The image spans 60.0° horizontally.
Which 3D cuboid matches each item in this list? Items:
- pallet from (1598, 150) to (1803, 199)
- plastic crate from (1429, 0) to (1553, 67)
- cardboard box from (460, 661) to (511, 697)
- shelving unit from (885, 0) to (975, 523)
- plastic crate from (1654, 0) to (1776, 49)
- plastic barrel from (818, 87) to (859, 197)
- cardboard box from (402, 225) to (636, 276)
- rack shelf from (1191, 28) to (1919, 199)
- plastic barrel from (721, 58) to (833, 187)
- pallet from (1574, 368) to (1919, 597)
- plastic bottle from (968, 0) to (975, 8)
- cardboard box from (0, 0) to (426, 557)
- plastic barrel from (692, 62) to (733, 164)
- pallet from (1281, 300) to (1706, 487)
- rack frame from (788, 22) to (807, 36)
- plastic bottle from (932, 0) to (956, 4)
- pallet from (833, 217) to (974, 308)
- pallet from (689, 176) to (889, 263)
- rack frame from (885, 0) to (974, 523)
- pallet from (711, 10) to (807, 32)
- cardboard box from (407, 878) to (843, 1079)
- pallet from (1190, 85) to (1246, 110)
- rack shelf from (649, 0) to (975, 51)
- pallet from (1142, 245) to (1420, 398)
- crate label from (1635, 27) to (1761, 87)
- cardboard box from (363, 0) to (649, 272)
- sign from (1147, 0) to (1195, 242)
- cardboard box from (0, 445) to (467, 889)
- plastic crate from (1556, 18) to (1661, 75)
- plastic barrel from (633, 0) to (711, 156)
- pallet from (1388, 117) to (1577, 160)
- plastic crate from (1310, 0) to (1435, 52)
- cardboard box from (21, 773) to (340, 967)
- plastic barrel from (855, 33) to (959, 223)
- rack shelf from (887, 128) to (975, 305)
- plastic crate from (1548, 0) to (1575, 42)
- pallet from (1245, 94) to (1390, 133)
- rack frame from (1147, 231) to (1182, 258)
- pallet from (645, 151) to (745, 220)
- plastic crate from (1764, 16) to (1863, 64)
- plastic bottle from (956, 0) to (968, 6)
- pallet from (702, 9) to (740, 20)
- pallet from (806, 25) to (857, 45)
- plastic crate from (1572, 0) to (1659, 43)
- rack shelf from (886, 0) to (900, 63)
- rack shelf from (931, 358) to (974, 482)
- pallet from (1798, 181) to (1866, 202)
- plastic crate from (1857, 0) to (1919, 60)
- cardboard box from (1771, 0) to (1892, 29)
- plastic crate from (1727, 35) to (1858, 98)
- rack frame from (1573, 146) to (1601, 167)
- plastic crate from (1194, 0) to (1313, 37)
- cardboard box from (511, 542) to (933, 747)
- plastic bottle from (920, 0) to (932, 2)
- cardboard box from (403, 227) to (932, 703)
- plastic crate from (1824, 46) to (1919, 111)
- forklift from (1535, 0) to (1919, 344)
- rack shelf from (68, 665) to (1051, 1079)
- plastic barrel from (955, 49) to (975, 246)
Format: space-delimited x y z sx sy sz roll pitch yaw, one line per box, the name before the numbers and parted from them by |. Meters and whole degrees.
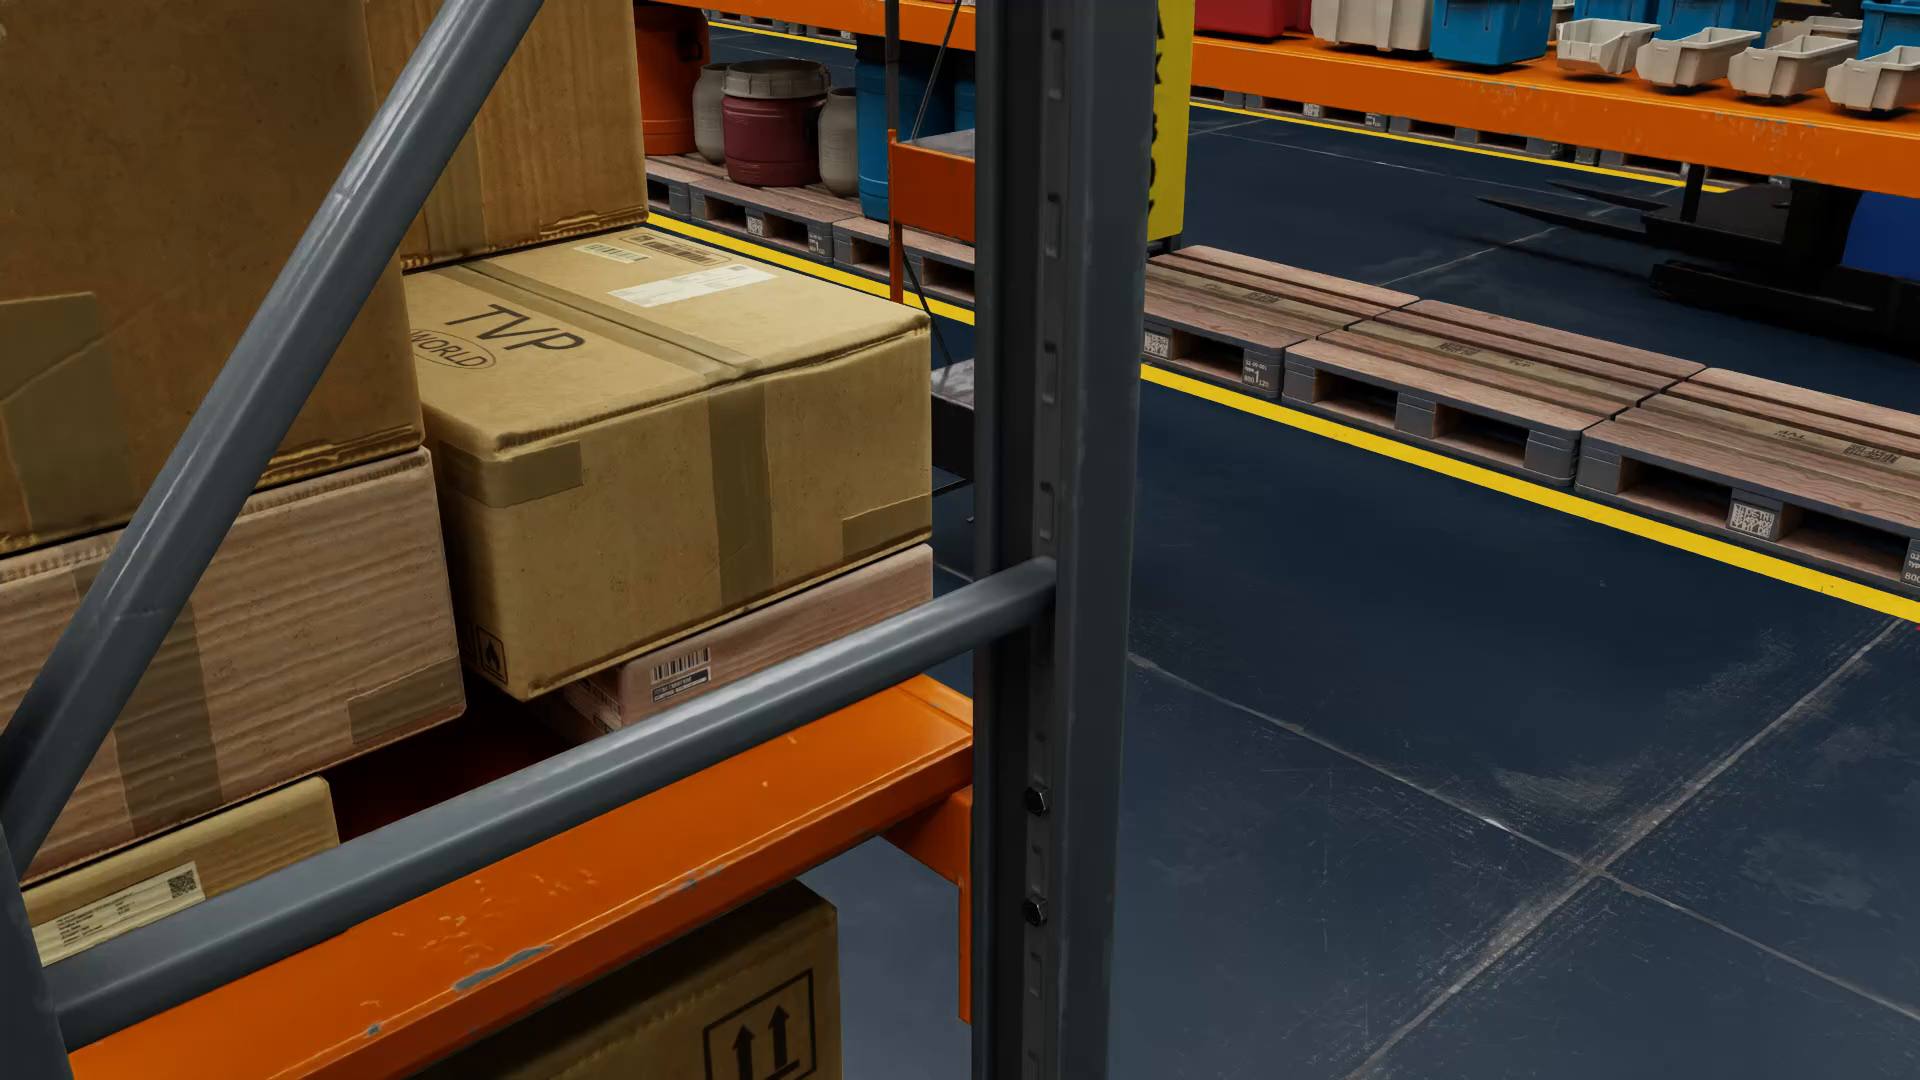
pallet | 4.721 -2.369 10.190 1.003 0.211 1.213 -21 32 -38
plastic crate | 1.777 -1.731 5.560 0.416 0.233 0.300 -21 32 -38
cardboard box | -0.425 0.010 1.916 0.380 0.149 0.250 -22 32 -39
shelving unit | 0.113 -0.905 4.704 0.431 2.100 0.503 -21 32 -38
plastic crate | 2.540 -1.749 5.599 0.416 0.233 0.300 -21 32 -38
plastic barrel | -0.530 -2.082 8.692 0.421 0.512 0.421 0 25 0
cardboard box | -0.738 -0.270 2.051 0.500 0.250 0.500 -22 32 -39
rack shelf | 2.001 -1.509 5.811 1.077 0.370 4.000 -21 32 -38
plastic barrel | -0.981 -2.263 8.996 0.600 0.588 0.708 -21 32 -38
pallet | 2.833 -0.223 5.484 1.003 0.211 1.213 -21 32 -38
plastic bottle | 0.129 -2.414 7.076 0.152 0.276 0.135 -21 32 -38
cardboard box | -0.772 -0.307 1.227 0.500 0.500 0.500 -21 32 -38
plastic barrel | -1.302 -2.424 9.442 0.421 0.512 0.421 0 25 0
pallet | 2.003 -0.592 6.294 1.003 0.211 1.213 -21 32 -38
rack frame | -1.215 -6.270 15.381 1.000 3.000 0.127 -21 32 -38
plastic bottle | -0.063 -2.474 7.200 0.061 0.283 0.133 -21 32 -38
pallet | 0.137 -1.419 8.107 1.003 0.211 1.213 -21 32 -38
pallet | -0.701 -1.789 8.918 1.003 0.211 1.213 -21 32 -38
rack frame | -0.054 -0.979 4.866 0.400 2.100 0.015 -21 32 -38
pallet | -1.728 -5.255 16.514 1.003 0.211 1.213 -21 32 -38
cardboard box | -0.743 0.779 1.983 0.875 0.875 0.875 -21 32 -38
pallet | 2.001 -3.553 12.784 1.003 0.211 1.213 -21 32 -38
rack shelf | -0.733 -2.721 8.468 1.077 0.370 4.000 -21 32 -38
pallet | 1.165 -0.962 7.105 1.003 0.211 1.213 -21 32 -38
crate label | 2.283 -1.503 5.176 0.396 0.136 0.243 -21 32 -38
cardboard box | -0.720 -0.607 1.886 0.500 0.500 0.500 -22 33 -40
sign | 0.162 -0.411 1.399 0.100 0.325 0.005 -21 32 -38
cardboard box | -0.772 0.036 1.380 0.500 0.250 0.500 -22 32 -39
plastic crate | 2.067 -1.587 5.361 0.298 0.136 0.250 -21 32 -38
plastic barrel | -1.753 -2.715 9.695 0.600 0.830 0.708 -21 32 -38
pallet | 3.669 -2.814 11.163 1.003 0.211 1.213 -21 32 -38
plastic crate | 1.543 -1.901 5.874 0.437 0.282 0.530 -21 32 -38
cardboard box | -0.731 0.274 1.337 0.380 0.149 0.250 -20 32 -38
plastic barrel | -0.209 -2.063 8.181 0.600 0.901 0.708 -21 32 -38
rack shelf | 0.113 -0.893 4.710 0.431 0.518 0.480 -21 32 -38
plastic crate | 2.044 -1.908 6.063 0.293 0.136 0.466 -21 32 -38
pallet | 2.831 -3.183 11.974 1.003 0.211 1.213 -21 32 -38
rack frame | 0.634 -2.443 6.990 1.000 3.000 0.127 -21 32 -38
pallet | -1.531 -2.159 9.728 1.003 0.211 1.213 -21 32 -38
plastic crate | 2.817 -1.632 5.460 0.250 0.136 0.298 -21 32 -38
plastic bottle | 0.030 -2.407 7.152 0.097 0.201 0.097 0 25 0
pallet | -2.567 -5.624 17.324 1.003 0.211 1.213 -21 32 -38
pallet | -0.683 -4.790 15.494 1.003 0.211 1.213 -21 32 -38
plastic crate | 2.335 -1.840 5.798 0.416 0.233 0.300 -21 32 -38
rack shelf | 0.113 -1.530 4.419 0.431 0.518 0.480 -21 32 -38
rack shelf | 0.113 -0.256 5.000 0.431 0.518 0.480 -21 32 -38
pallet | 5.559 -2.000 9.379 1.003 0.211 1.213 -21 32 -38
plastic crate | 2.990 -1.549 5.162 0.416 0.233 0.300 -21 32 -38
cardboard box | 7.327 -4.626 13.860 0.750 0.750 0.750 -21 32 -38
plastic crate | 2.491 -1.426 5.006 0.396 0.136 0.243 -21 32 -38
rack frame | 4.252 -3.847 10.068 1.000 3.000 0.127 -21 32 -38
plastic crate | 1.061 -2.157 6.215 0.402 0.464 0.583 -21 32 -38
cardboard box | -0.249 0.088 1.747 0.380 0.149 0.250 -21 32 -38
plastic bottle | -0.121 -2.524 7.319 0.152 0.276 0.135 -21 32 -38
cardboard box | -0.378 -0.115 1.710 0.500 0.250 0.500 -22 33 -40
plastic crate | 2.679 -1.334 4.805 0.396 0.136 0.243 -21 32 -38
forklift | 4.082 -2.380 6.935 1.130 2.935 3.031 -18 30 -34
rack shelf | -1.614 -0.104 2.731 1.077 0.370 4.000 -21 32 -38
plastic barrel | 0.275 -1.849 7.710 0.600 0.901 0.708 -21 32 -38
